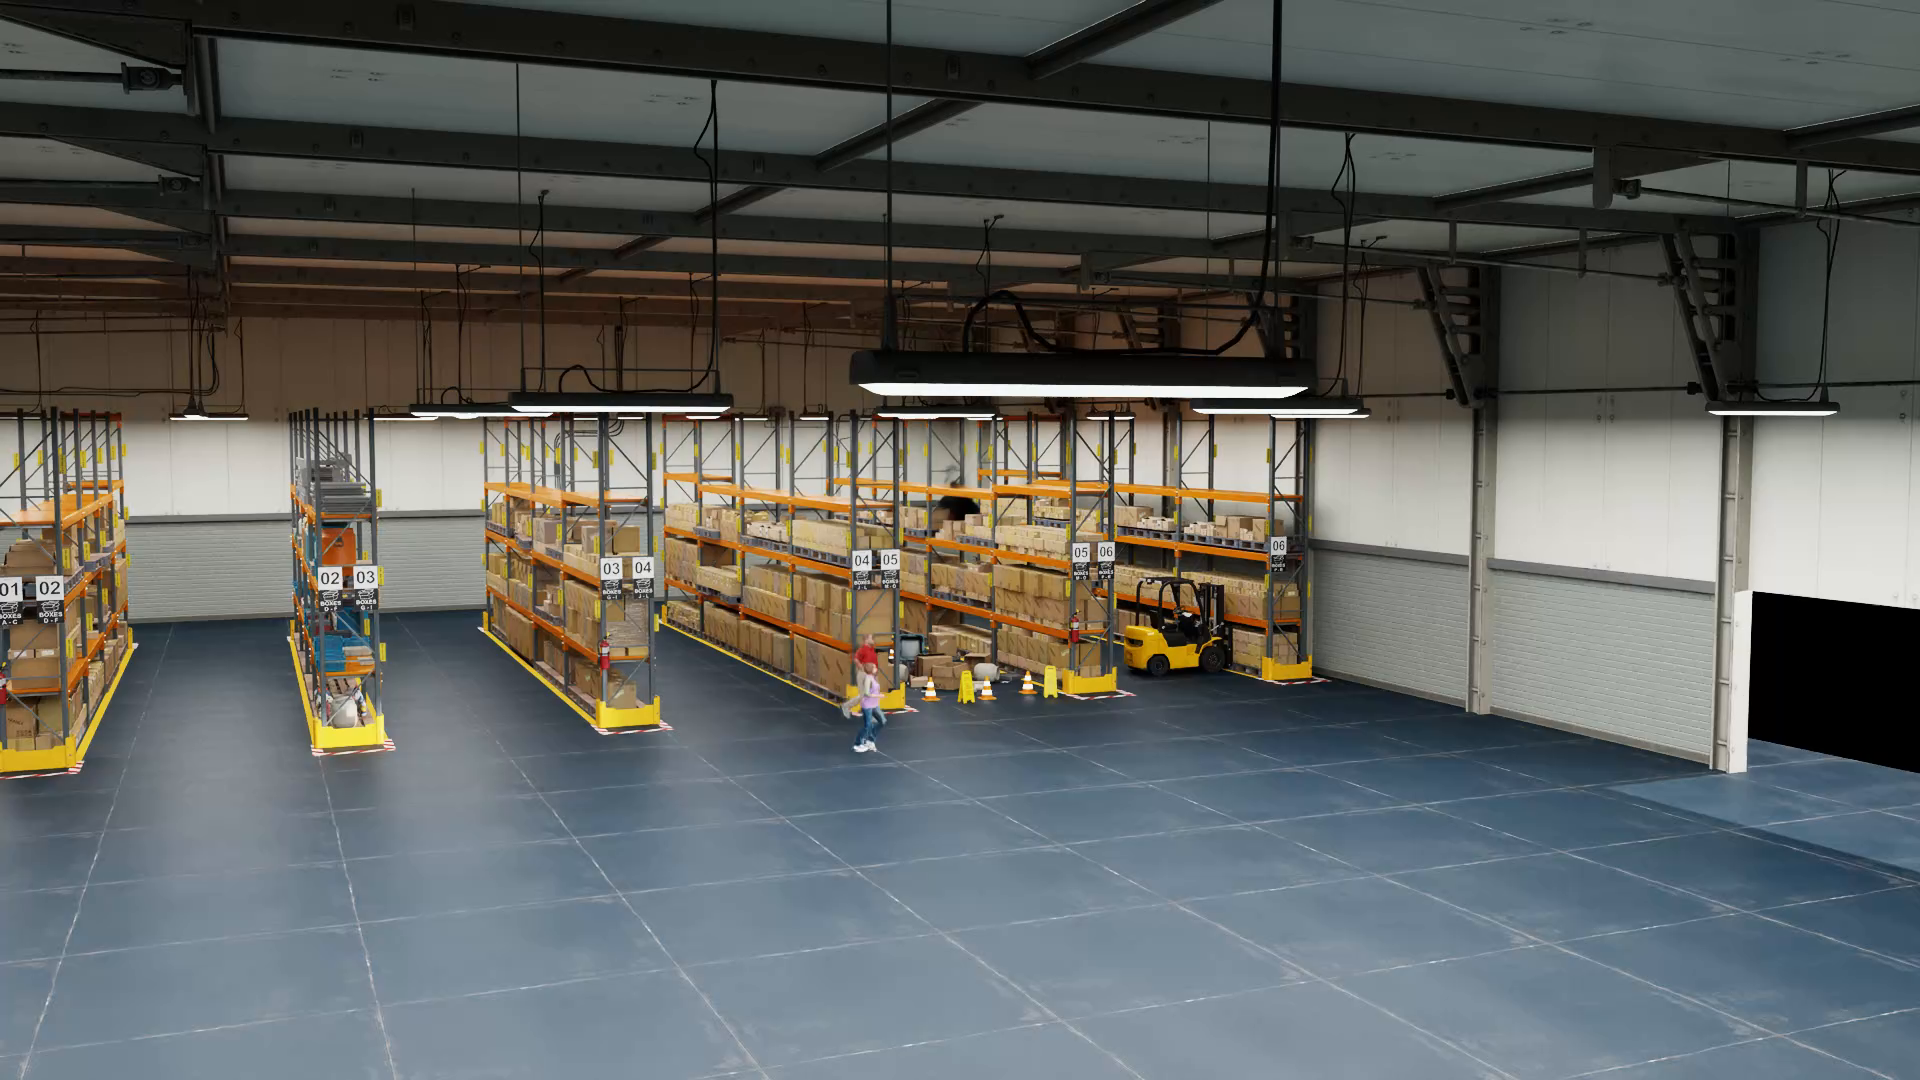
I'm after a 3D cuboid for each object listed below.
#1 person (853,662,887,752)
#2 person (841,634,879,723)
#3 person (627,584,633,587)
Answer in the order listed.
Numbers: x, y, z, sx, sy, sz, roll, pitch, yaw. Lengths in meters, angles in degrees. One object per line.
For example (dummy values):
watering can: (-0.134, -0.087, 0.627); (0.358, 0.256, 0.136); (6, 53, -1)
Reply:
person: (-1.552, 2.907, 28.883); (0.648, 1.595, 0.534); (1, 4, 17)
person: (-1.787, 2.646, 31.955); (0.868, 1.688, 0.715); (2, 5, 27)
person: (-9.166, 1.633, 46.246); (0.728, 1.728, 0.650); (-1, 4, -14)
